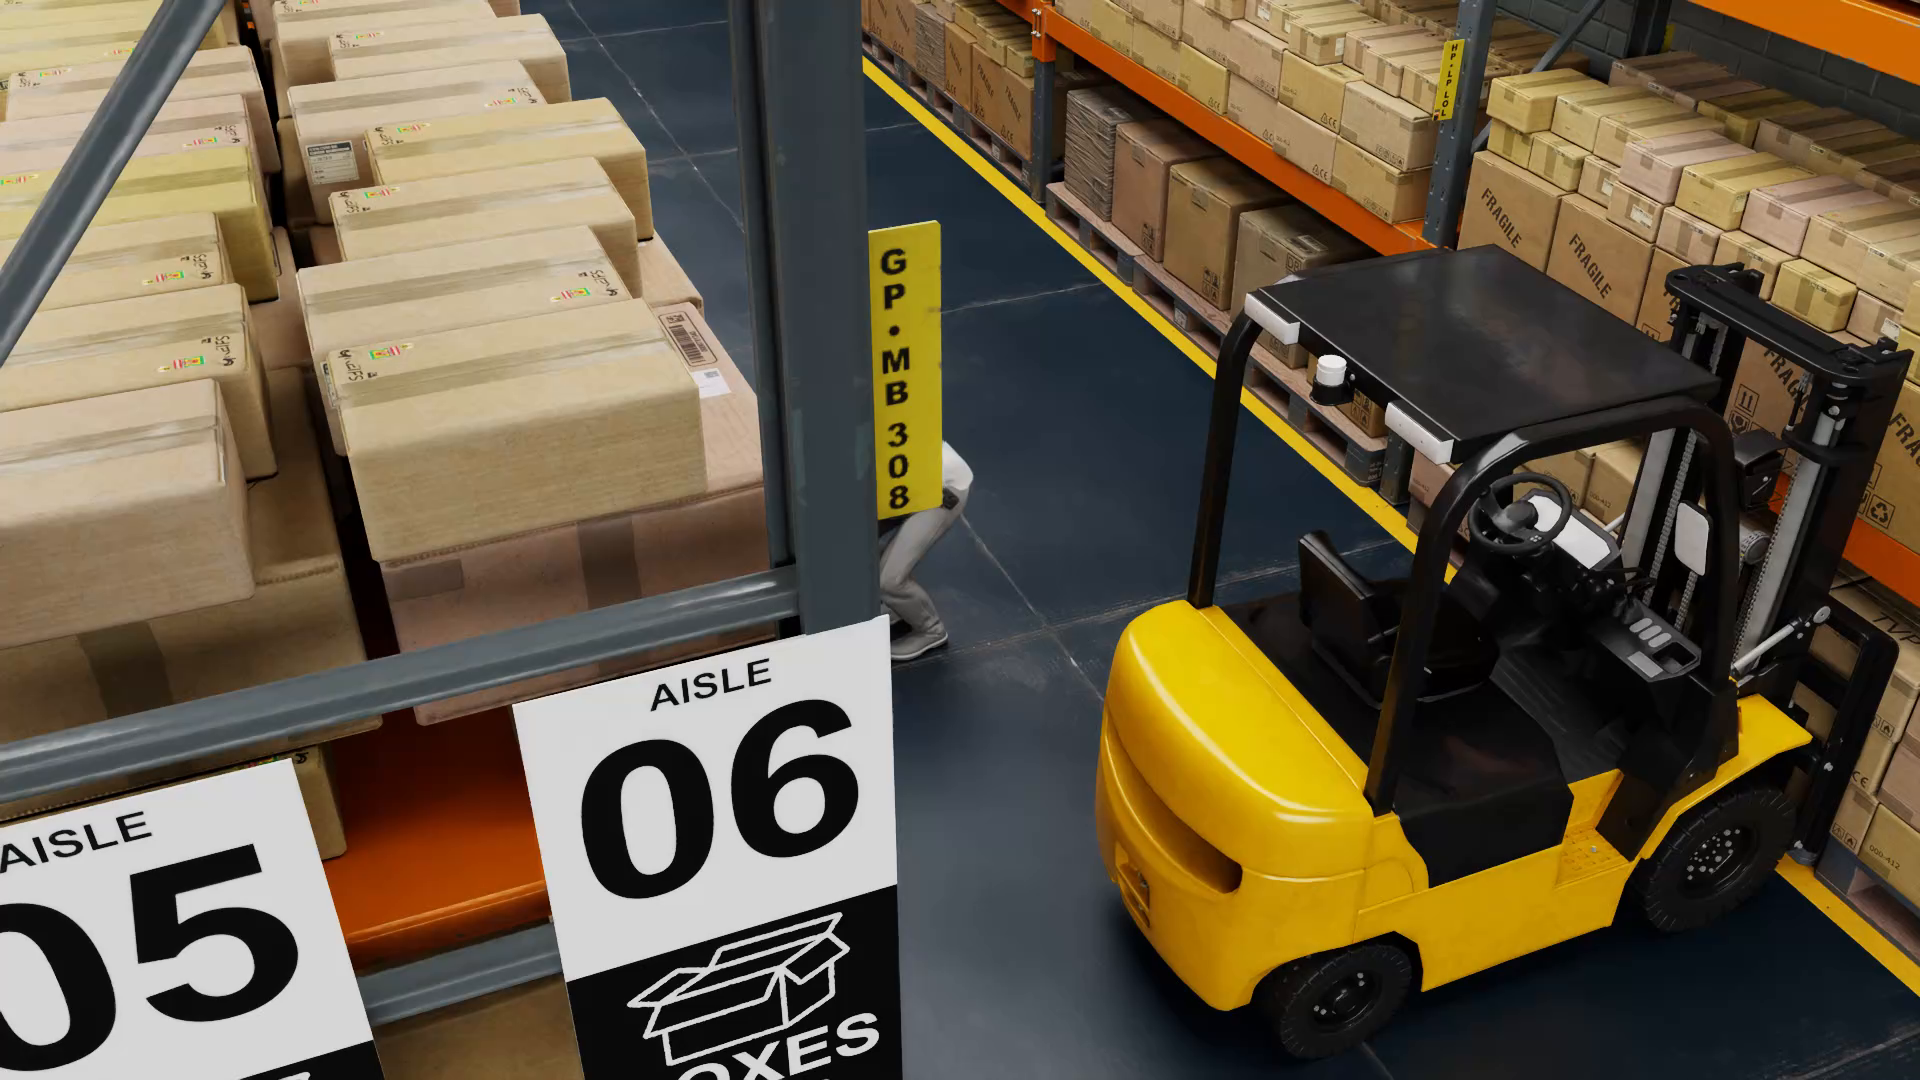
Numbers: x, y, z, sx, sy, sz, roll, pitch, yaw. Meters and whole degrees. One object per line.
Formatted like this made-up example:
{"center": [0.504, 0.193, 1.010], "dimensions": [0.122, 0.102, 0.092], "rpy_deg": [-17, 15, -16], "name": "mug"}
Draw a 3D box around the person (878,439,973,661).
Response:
{"center": [-0.395, 0.009, 6.702], "dimensions": [0.922, 1.030, 0.460], "rpy_deg": [-15, 36, -21], "name": "person"}
